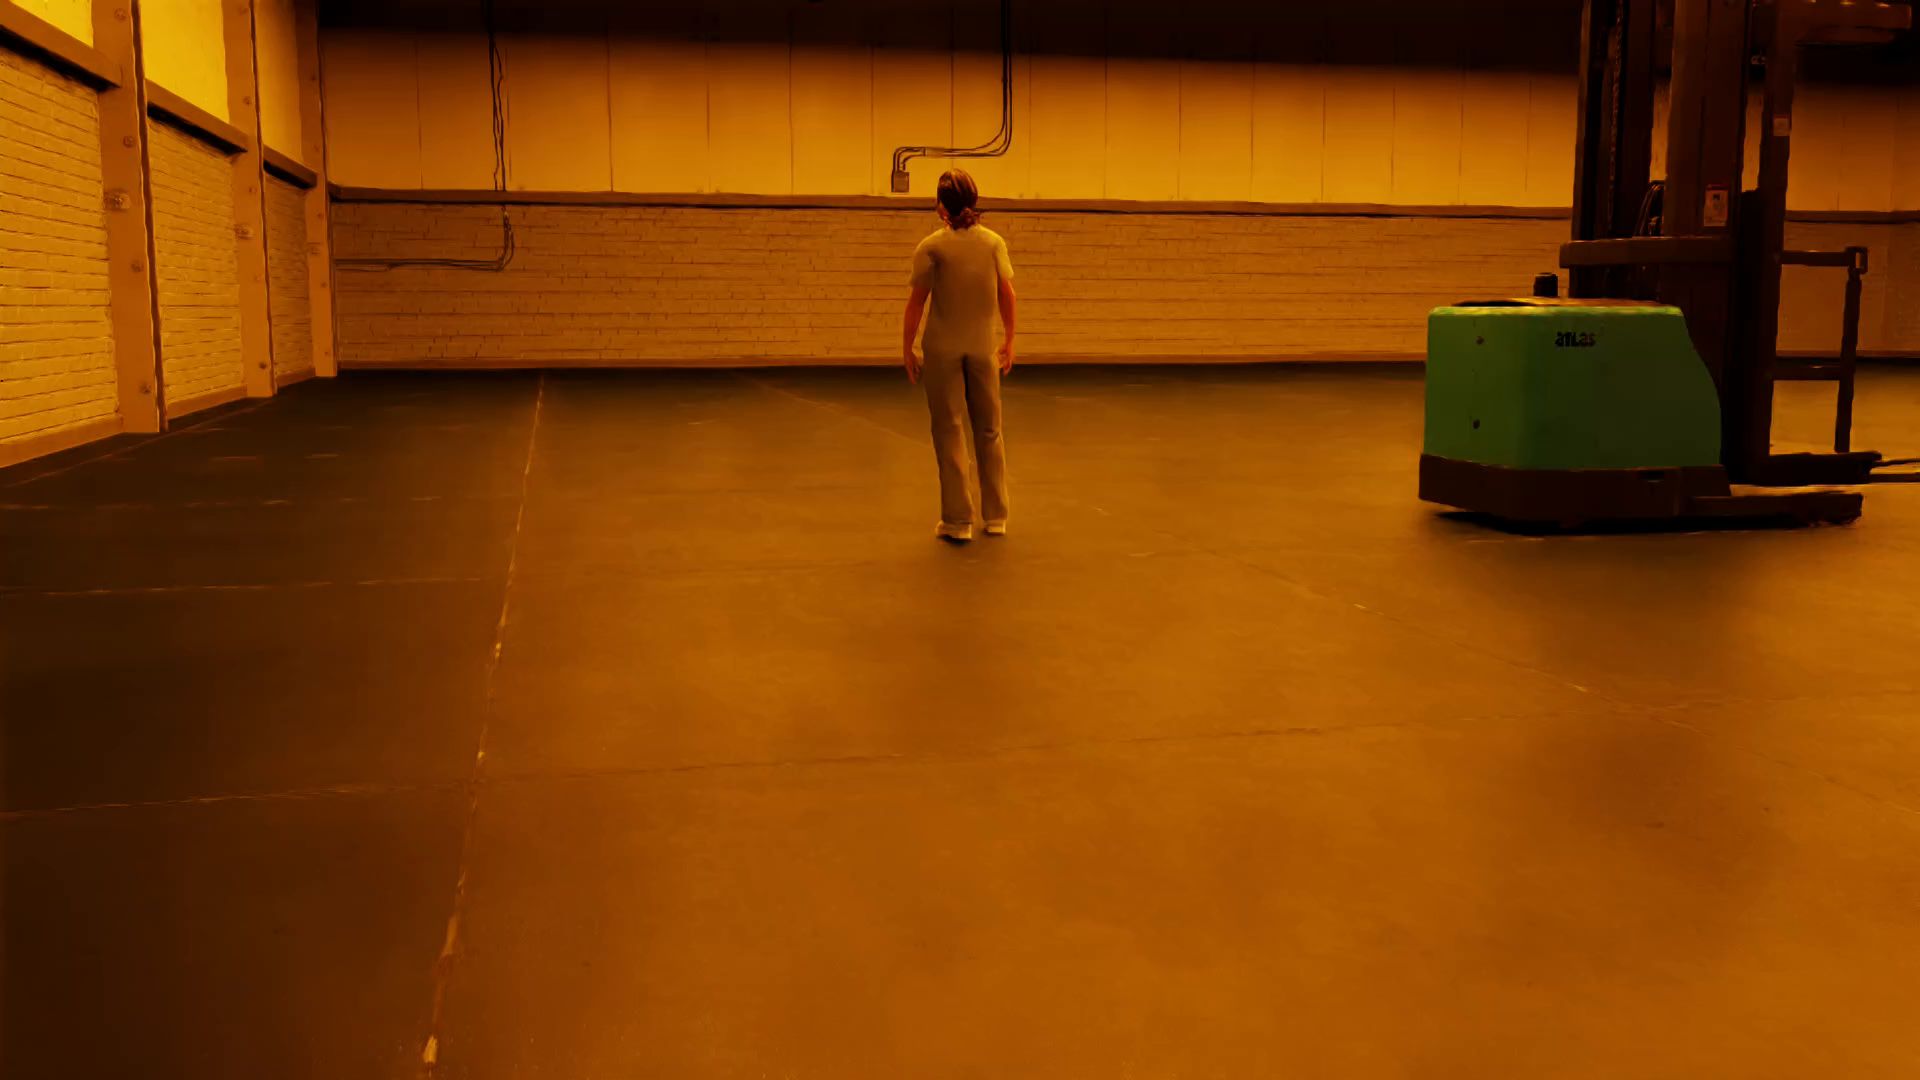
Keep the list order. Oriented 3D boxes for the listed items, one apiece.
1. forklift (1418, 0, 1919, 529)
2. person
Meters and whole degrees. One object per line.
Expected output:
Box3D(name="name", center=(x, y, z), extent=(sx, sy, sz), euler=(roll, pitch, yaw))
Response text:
Box3D(name="forklift", center=(3.983, -1.589, 8.487), extent=(3.031, 2.935, 1.130), euler=(-2, 8, -15))
Box3D(name="person", center=(-0.004, -0.847, 7.664), extent=(0.550, 1.674, 0.548), euler=(-2, 8, -13))
